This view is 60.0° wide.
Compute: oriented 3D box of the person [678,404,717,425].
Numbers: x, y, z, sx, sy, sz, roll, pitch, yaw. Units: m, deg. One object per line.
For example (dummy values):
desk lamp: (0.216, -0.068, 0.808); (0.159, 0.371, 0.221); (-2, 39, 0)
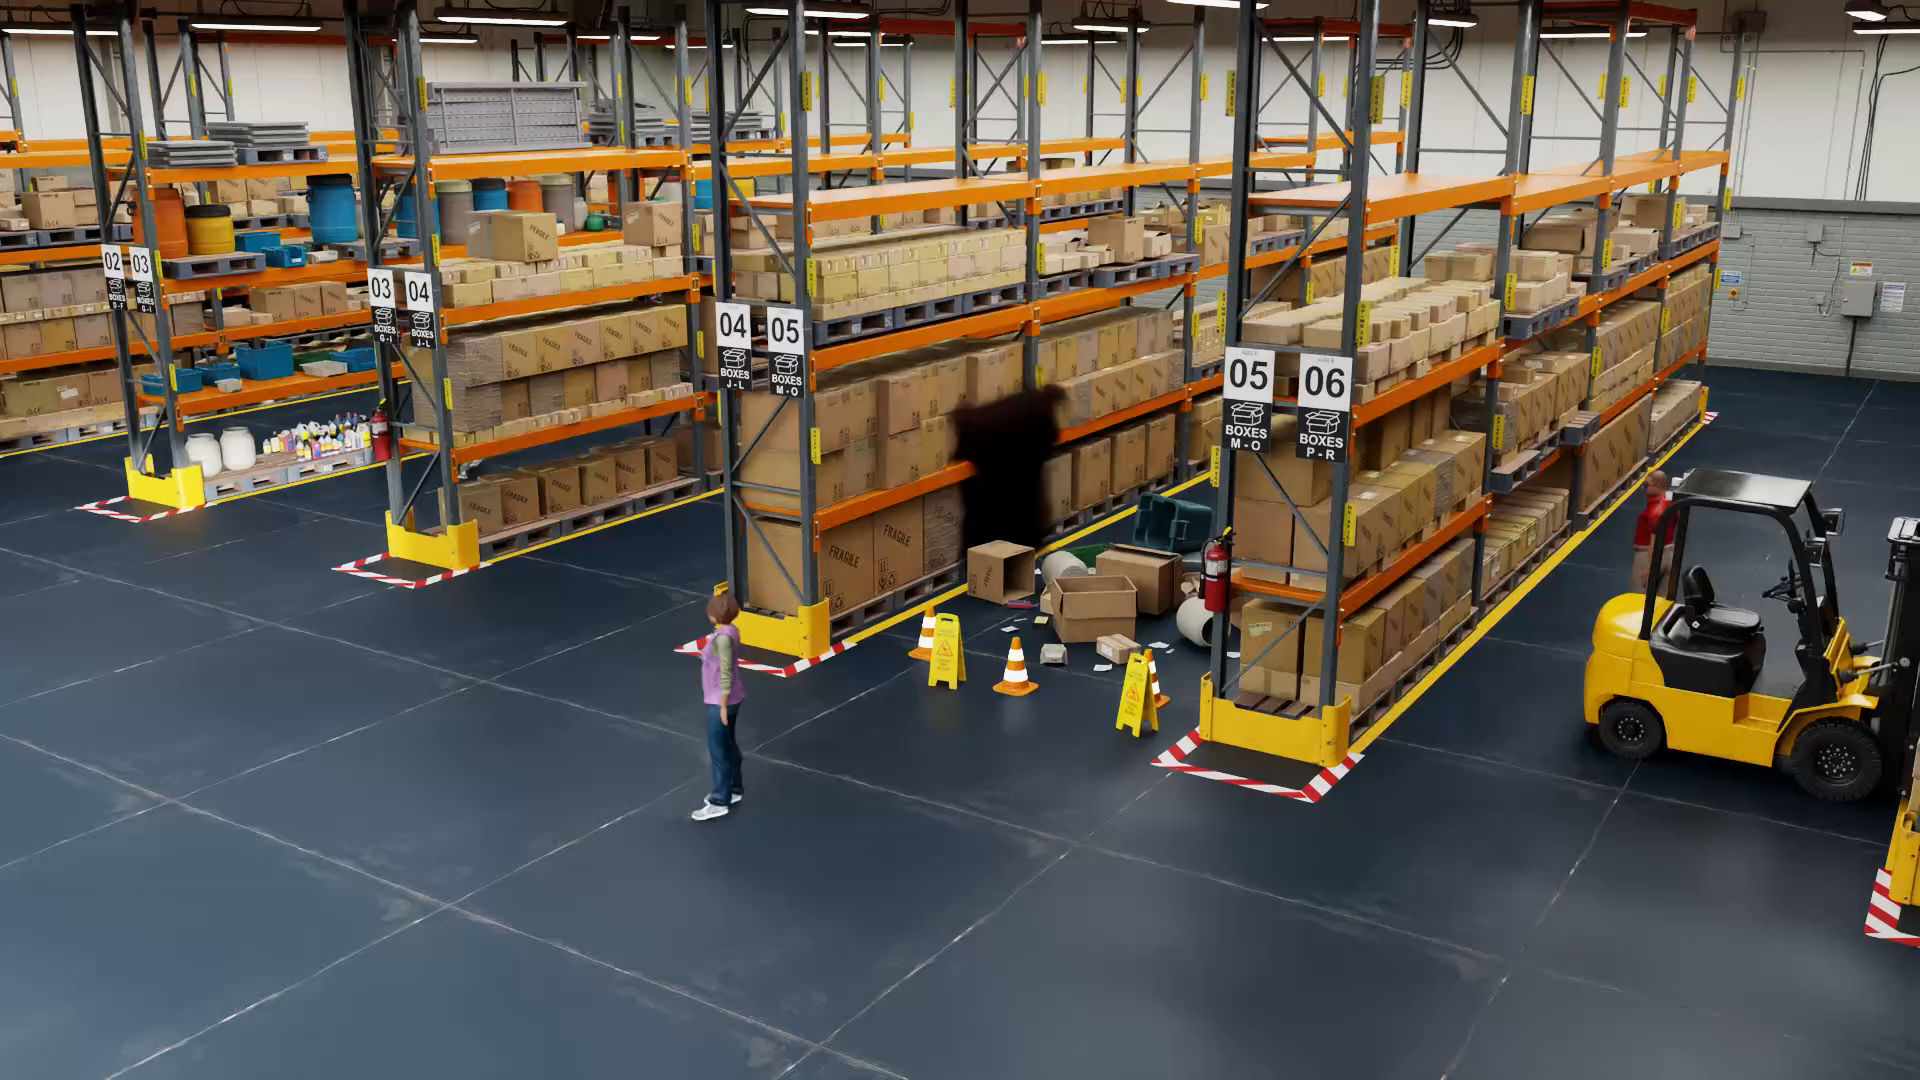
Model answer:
person: (-3.951, -2.355, 24.632); (0.637, 1.700, 0.804); (11, 19, 36)

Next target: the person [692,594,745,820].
person: (-1.754, 1.184, 11.996); (0.382, 1.600, 0.524); (-1, 16, -3)

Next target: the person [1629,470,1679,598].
person: (6.393, 0.208, 15.279); (0.557, 1.732, 0.439); (-8, 17, -27)

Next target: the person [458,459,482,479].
person: (-6.624, -1.632, 22.195); (0.366, 1.549, 0.908); (3, 16, 10)
